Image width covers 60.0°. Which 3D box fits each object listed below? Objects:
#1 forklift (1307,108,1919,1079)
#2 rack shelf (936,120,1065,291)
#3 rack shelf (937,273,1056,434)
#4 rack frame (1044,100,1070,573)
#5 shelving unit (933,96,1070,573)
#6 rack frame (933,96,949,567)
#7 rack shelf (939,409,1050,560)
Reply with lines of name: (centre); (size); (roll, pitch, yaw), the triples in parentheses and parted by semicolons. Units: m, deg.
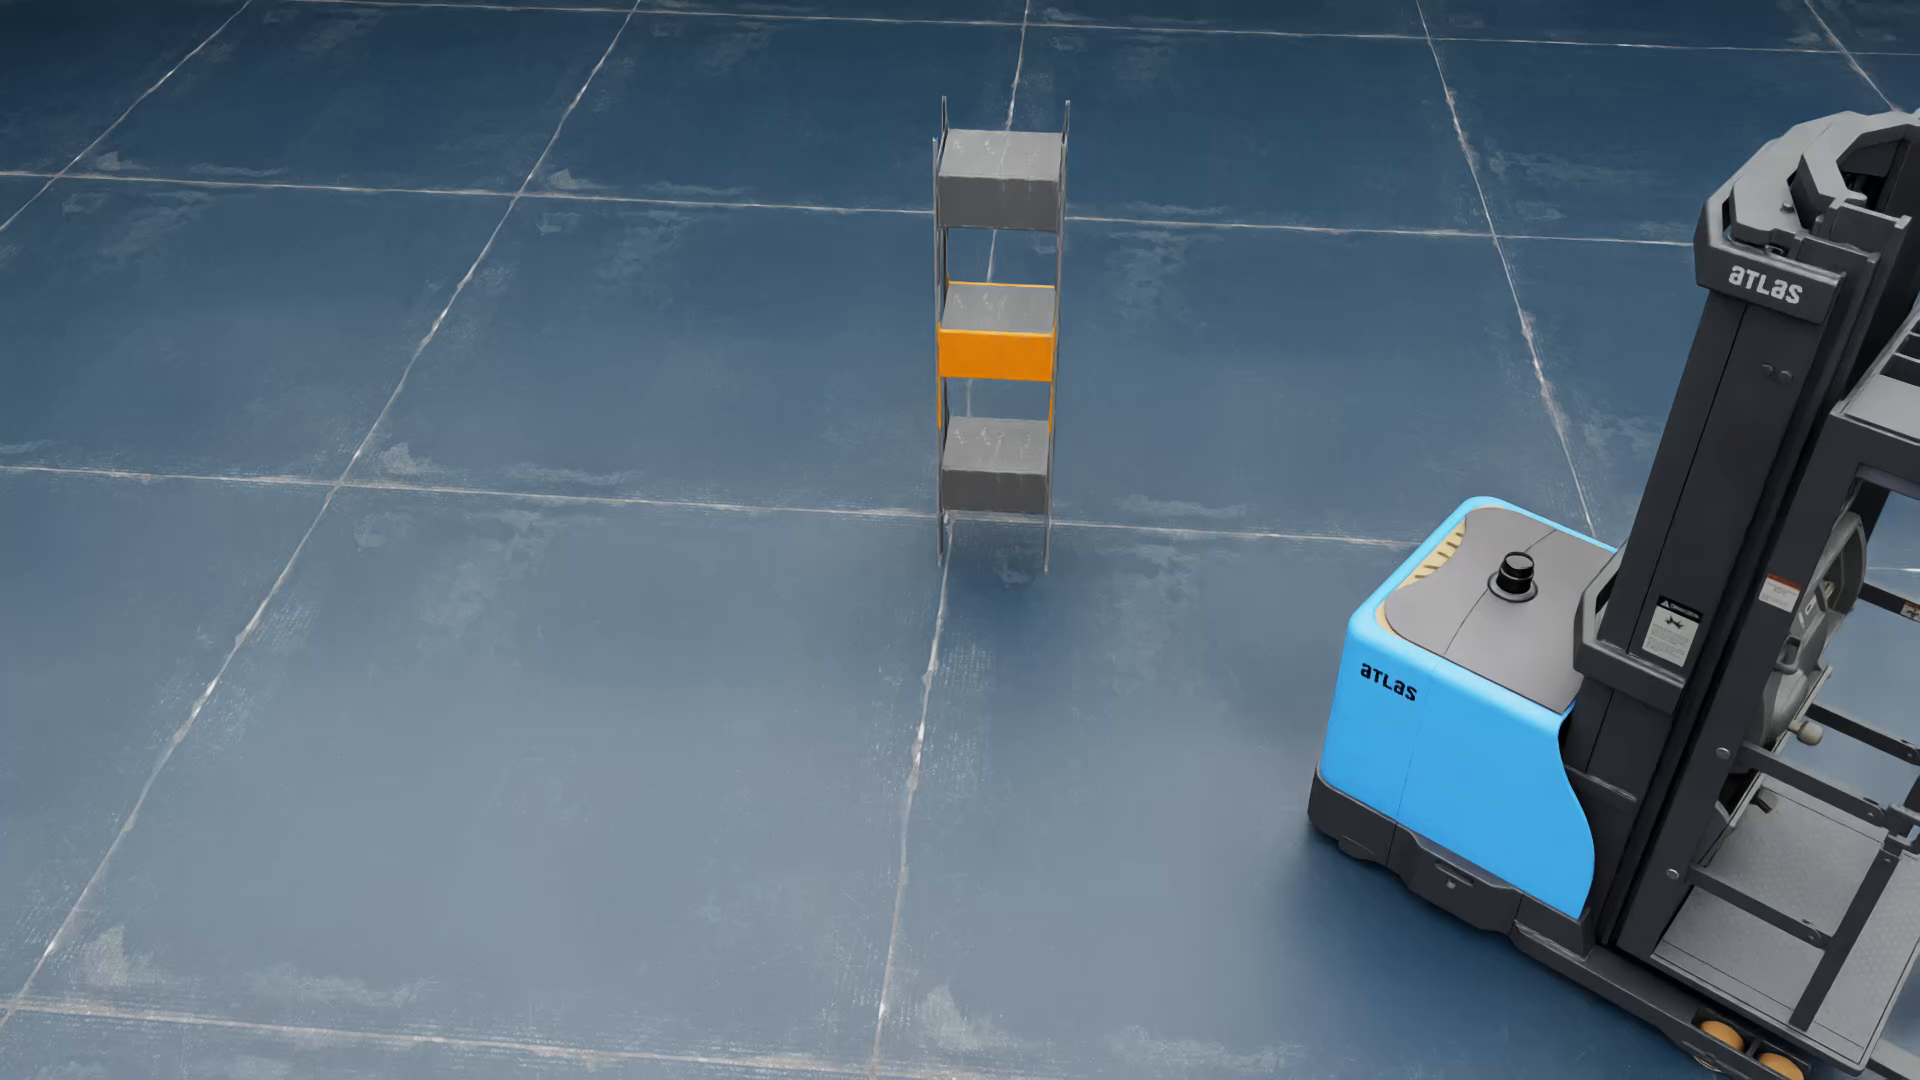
forklift: (2.781, 0.337, 5.014); (3.031, 2.935, 1.130); (28, 47, 30)
rack shelf: (0.165, -1.338, 6.643); (0.480, 0.518, 0.431); (3, 39, 4)
rack shelf: (0.165, -0.795, 7.085); (0.480, 0.518, 0.431); (3, 39, 4)
rack frame: (0.408, -0.792, 7.060); (0.015, 2.100, 0.400); (3, 39, 4)
shelving unit: (0.165, -0.805, 7.076); (0.503, 2.100, 0.431); (3, 39, 4)
rack frame: (-0.078, -0.819, 7.092); (0.015, 2.100, 0.400); (3, 39, 4)
rack shelf: (0.165, -0.252, 7.527); (0.480, 0.518, 0.431); (3, 39, 4)
